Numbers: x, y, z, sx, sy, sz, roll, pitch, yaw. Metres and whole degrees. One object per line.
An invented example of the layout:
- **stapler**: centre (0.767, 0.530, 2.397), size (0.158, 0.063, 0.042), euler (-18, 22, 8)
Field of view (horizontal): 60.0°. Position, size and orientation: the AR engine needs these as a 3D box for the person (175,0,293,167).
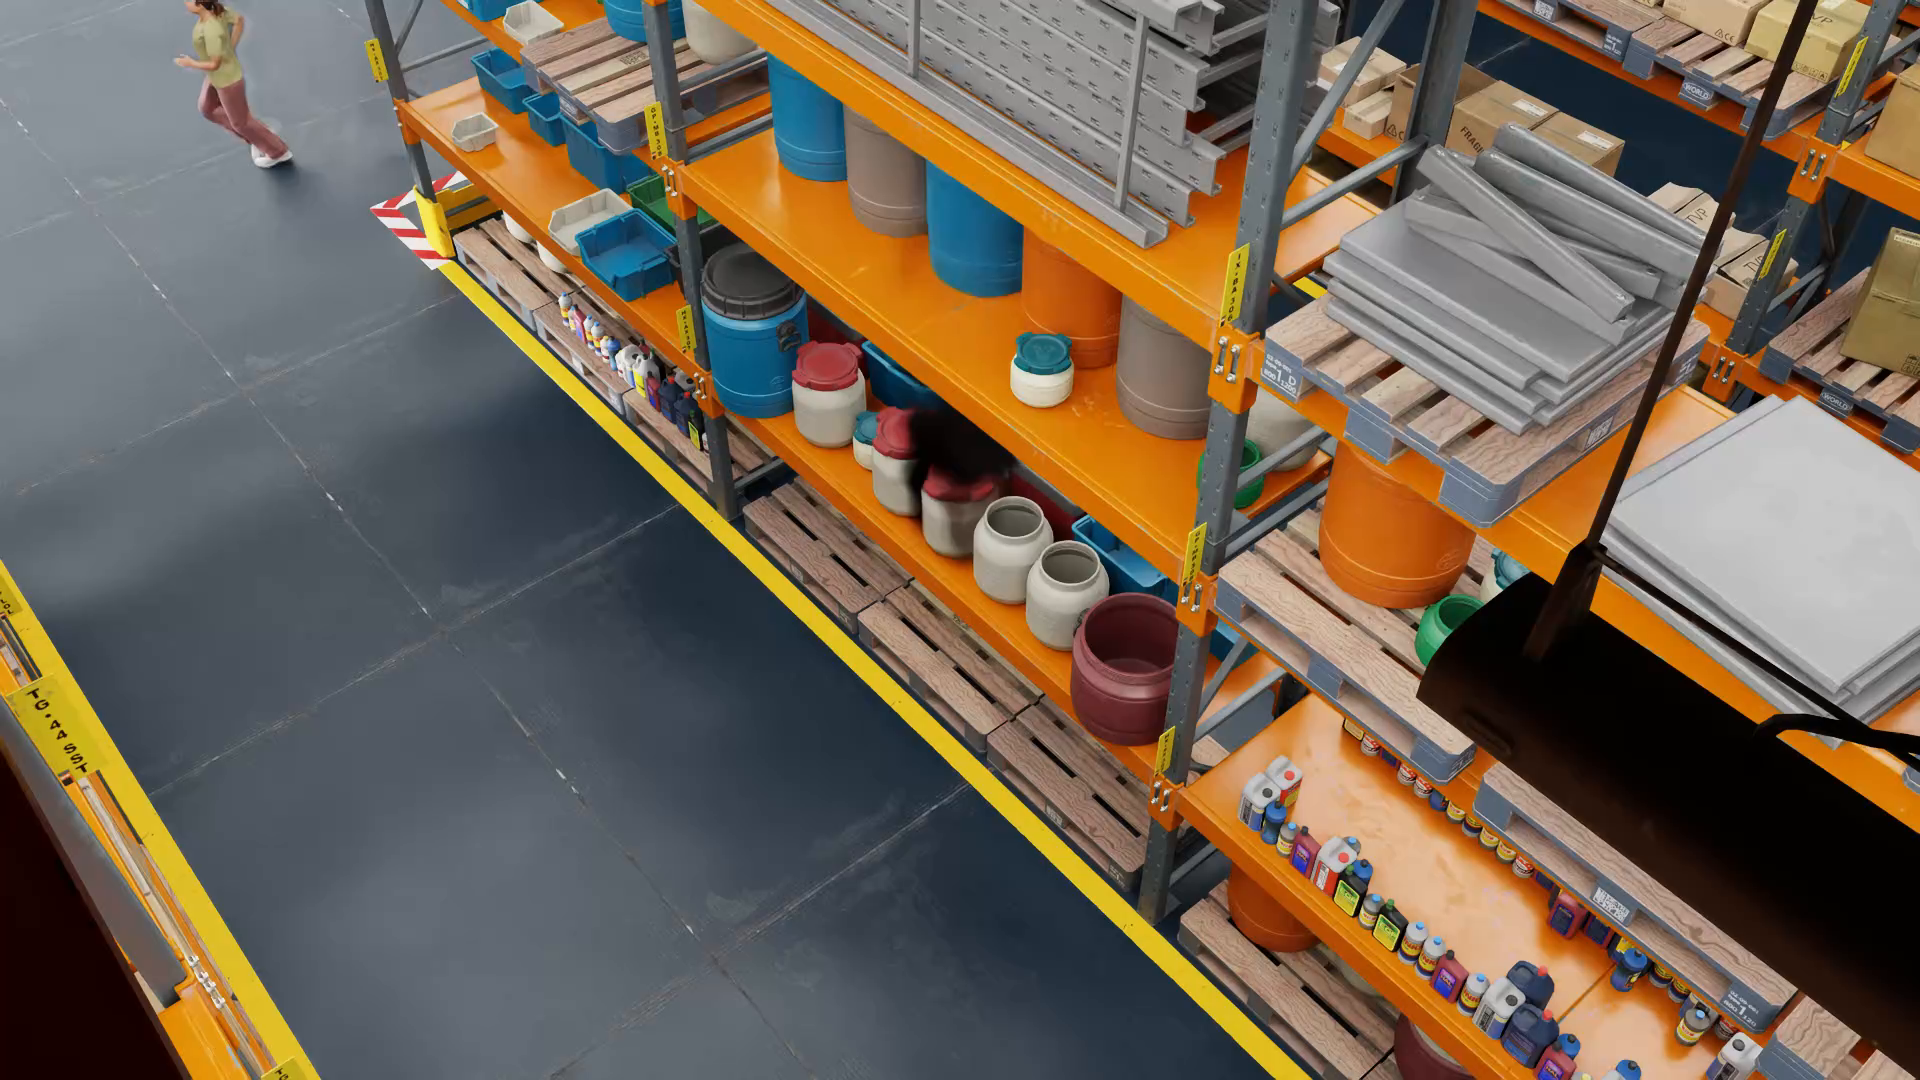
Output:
- **person**: centre (-5.909, -3.712, 13.357), size (0.621, 1.641, 0.560), euler (-14, 48, -13)
